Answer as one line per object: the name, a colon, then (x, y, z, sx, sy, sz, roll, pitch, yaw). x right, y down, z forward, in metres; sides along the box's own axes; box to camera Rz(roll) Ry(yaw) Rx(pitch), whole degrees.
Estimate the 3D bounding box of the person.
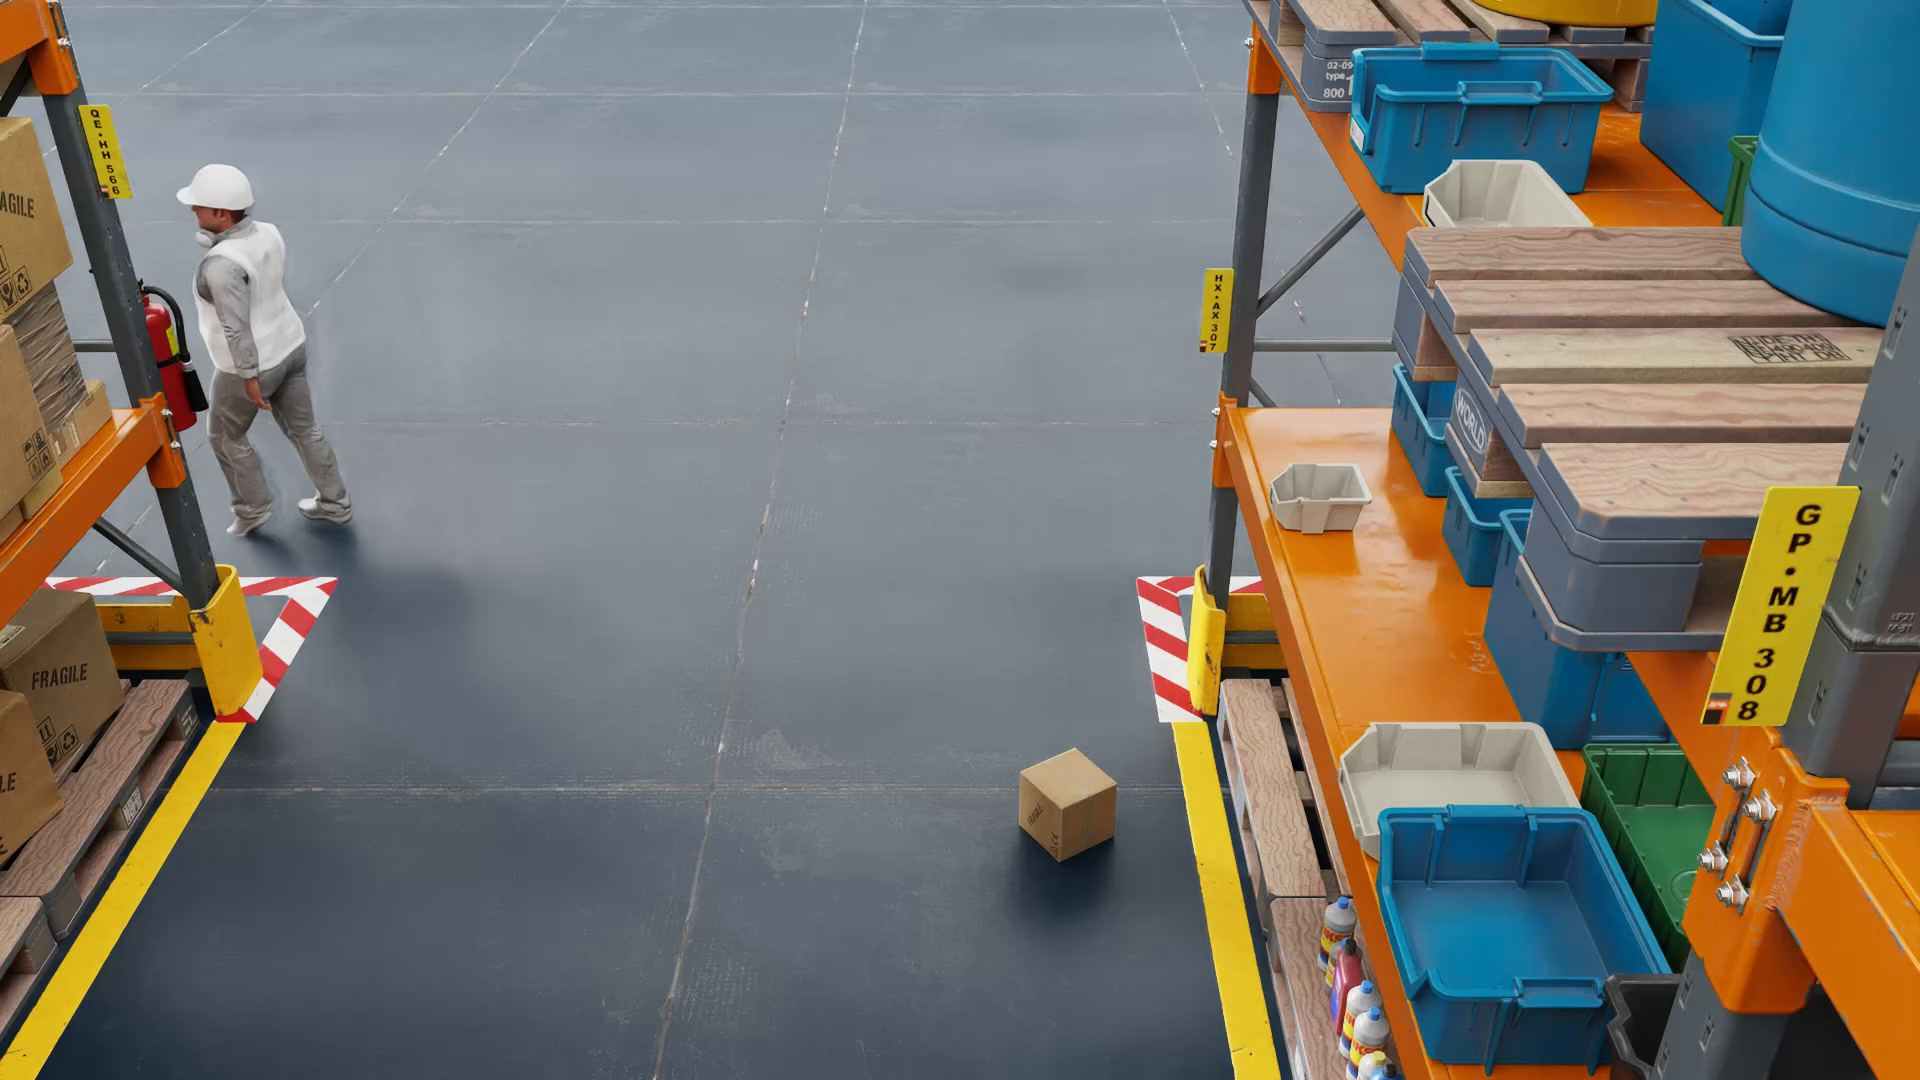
person: (-3.181, -0.804, 7.474, 0.624, 1.841, 0.577, 7, 32, 12)
